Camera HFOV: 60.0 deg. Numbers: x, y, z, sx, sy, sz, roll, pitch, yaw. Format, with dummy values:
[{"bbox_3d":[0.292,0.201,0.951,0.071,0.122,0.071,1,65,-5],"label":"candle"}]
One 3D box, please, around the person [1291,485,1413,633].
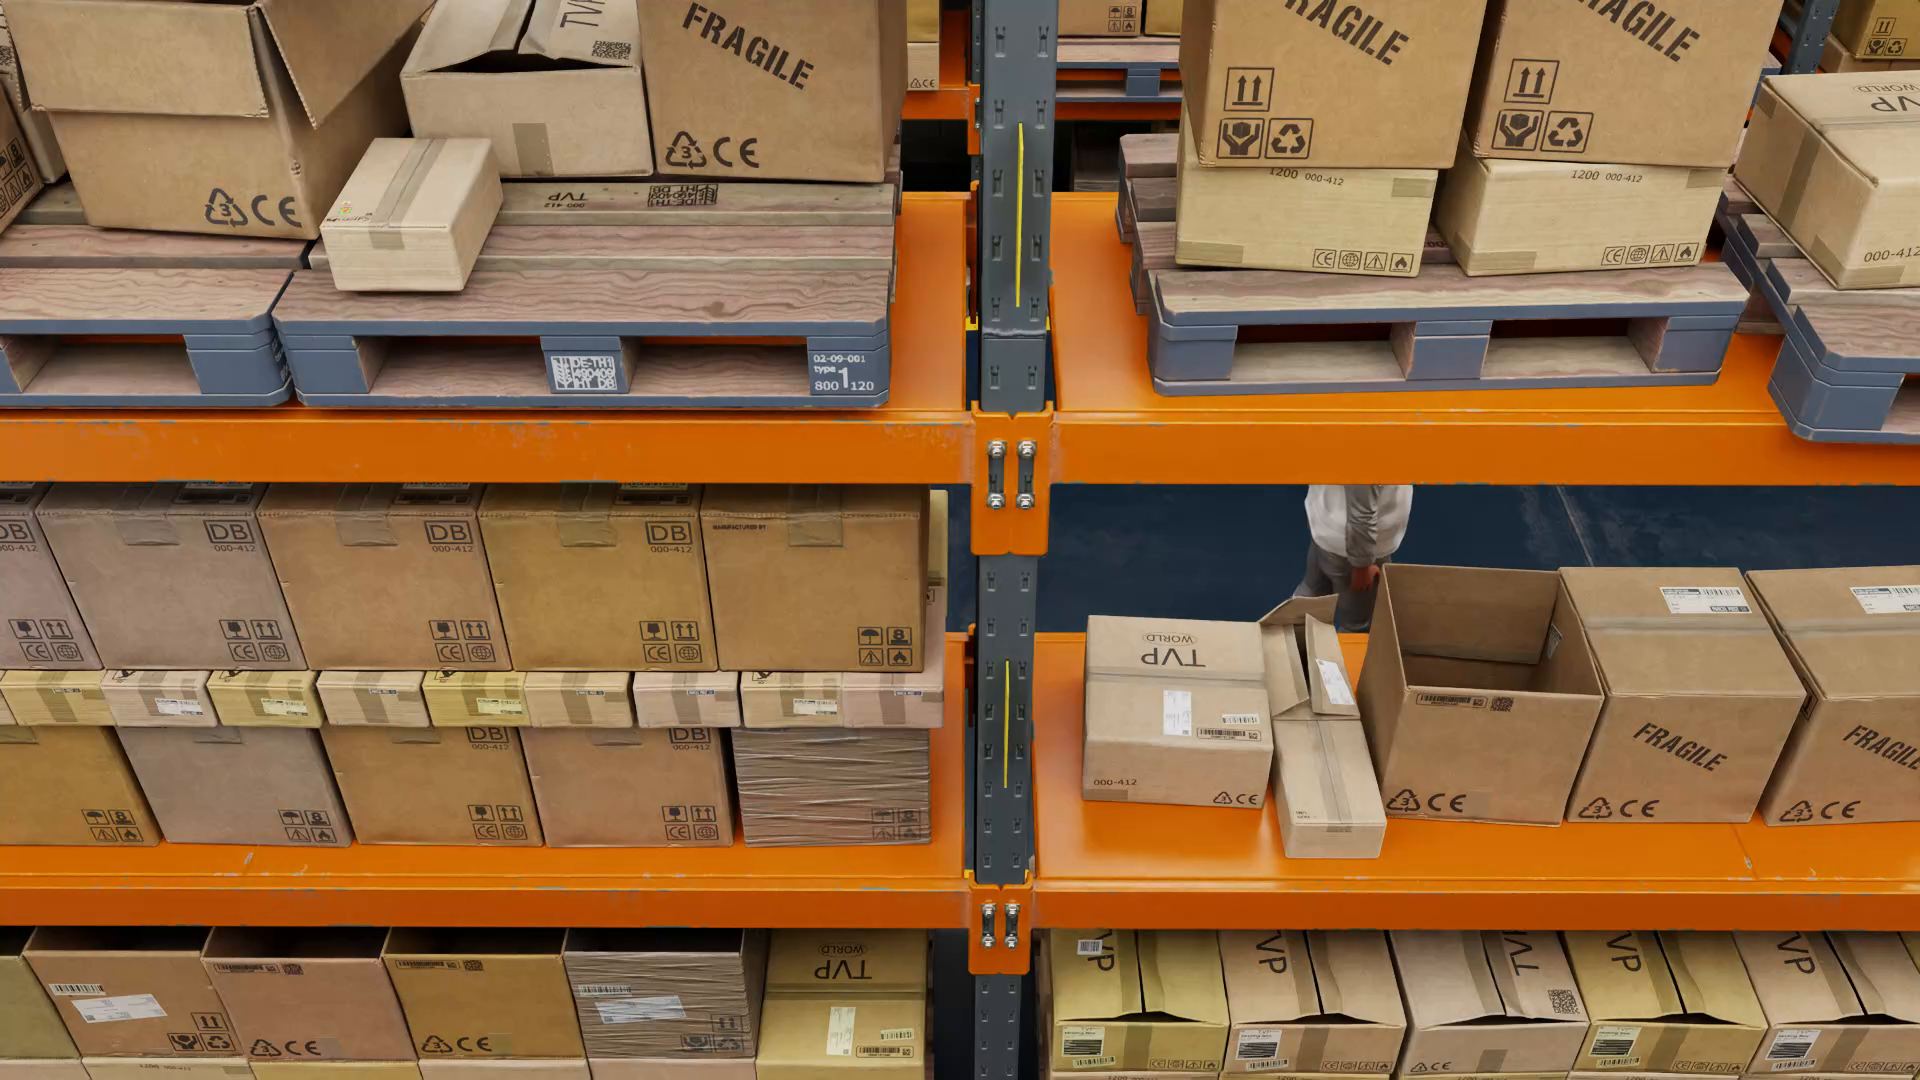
[{"bbox_3d":[1.486,-0.046,6.202,0.519,1.785,0.539,1,39,1],"label":"person"}]
